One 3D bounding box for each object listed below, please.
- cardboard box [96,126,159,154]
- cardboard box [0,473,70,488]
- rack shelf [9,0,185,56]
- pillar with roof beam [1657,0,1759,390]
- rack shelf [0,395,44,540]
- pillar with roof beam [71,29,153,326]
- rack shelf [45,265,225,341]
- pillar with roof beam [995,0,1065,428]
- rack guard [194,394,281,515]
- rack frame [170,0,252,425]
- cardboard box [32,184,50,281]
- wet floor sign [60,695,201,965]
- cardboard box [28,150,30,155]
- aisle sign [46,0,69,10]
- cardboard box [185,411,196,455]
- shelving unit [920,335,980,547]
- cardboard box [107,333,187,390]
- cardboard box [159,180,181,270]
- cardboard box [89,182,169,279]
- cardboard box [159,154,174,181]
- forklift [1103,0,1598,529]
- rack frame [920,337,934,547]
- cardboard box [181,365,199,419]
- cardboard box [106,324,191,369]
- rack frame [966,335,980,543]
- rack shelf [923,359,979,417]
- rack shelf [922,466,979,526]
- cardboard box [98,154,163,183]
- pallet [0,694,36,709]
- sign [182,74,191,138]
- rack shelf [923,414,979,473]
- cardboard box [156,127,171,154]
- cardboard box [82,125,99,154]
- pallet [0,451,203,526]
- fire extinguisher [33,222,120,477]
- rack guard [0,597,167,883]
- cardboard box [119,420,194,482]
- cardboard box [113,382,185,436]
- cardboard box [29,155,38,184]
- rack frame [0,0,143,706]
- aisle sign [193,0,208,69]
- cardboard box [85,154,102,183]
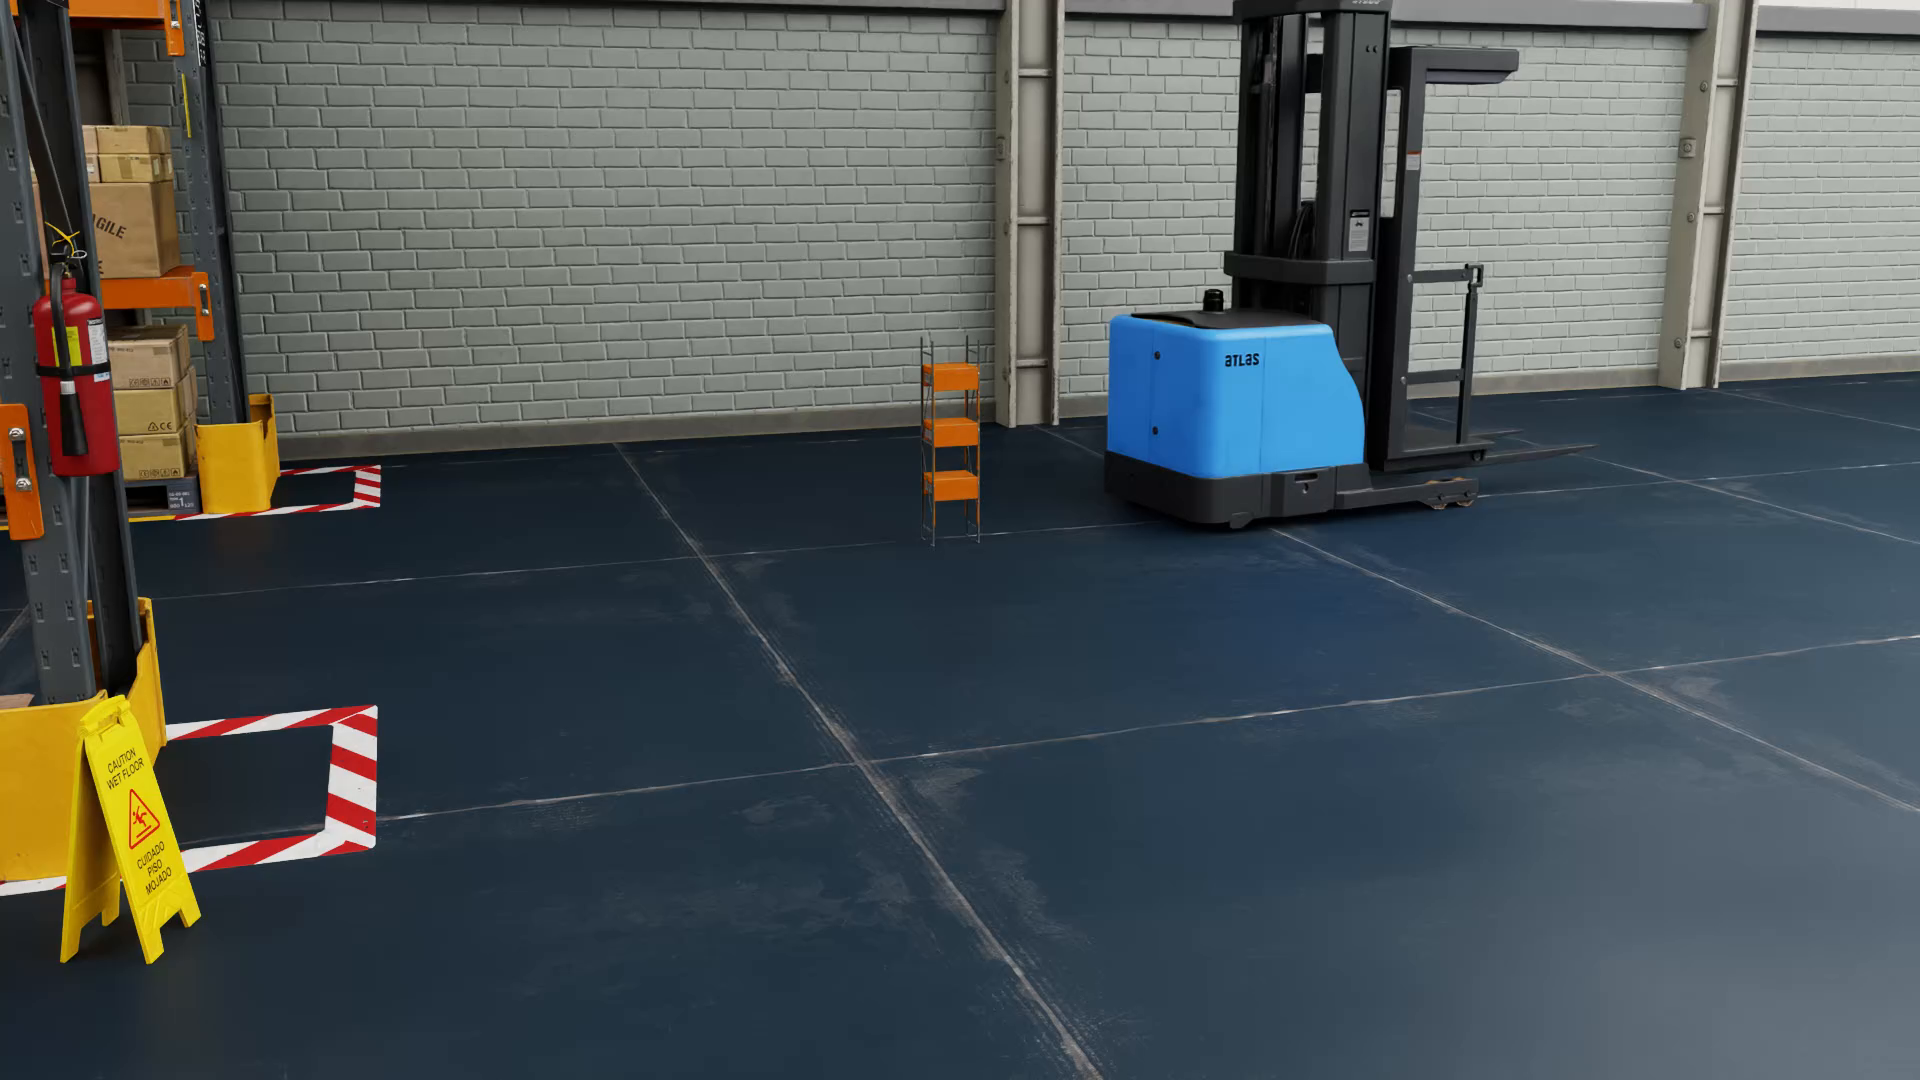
[{"bbox_3d":[-4.520,-2.171,9.029,0.250,0.149,0.380,-4,14,-18],"label":"cardboard box"},{"bbox_3d":[-5.066,-0.463,9.142,0.500,0.250,0.500,-4,14,-18],"label":"cardboard box"},{"bbox_3d":[-6.143,-2.697,8.571,4.000,0.370,1.077,-4,14,-18],"label":"rack shelf"},{"bbox_3d":[7.552,-4.741,9.130,0.400,9.000,9.100,-4,14,-18],"label":"pillar with roof beam"},{"bbox_3d":[-4.556,-0.149,4.342,4.000,0.370,1.077,-4,14,-18],"label":"rack shelf"},{"bbox_3d":[-3.822,-3.856,5.407,0.400,9.000,9.100,-4,14,-18],"label":"pillar with roof beam"},{"bbox_3d":[-6.143,-1.238,8.918,4.000,0.370,1.077,-4,14,-18],"label":"rack shelf"},{"bbox_3d":[1.865,-4.299,7.268,0.400,9.000,9.100,-4,14,-18],"label":"pillar with roof beam"},{"bbox_3d":[-4.225,-0.521,9.752,0.348,0.500,1.175,-4,14,-18],"label":"rack guard"},{"bbox_3d":[-4.247,-1.735,9.455,0.127,3.000,1.000,-4,14,-18],"label":"rack frame"},{"bbox_3d":[-5.125,-1.654,8.897,0.500,0.500,0.500,-4,14,-16],"label":"cardboard box"},{"bbox_3d":[-2.139,0.719,4.225,0.232,0.644,0.267,0,13,1],"label":"wet floor sign"},{"bbox_3d":[-4.983,-2.121,8.817,0.250,0.149,0.380,-4,14,-17],"label":"cardboard box"},{"bbox_3d":[-2.701,-1.984,4.884,0.004,0.787,0.394,-4,14,-18],"label":"aisle sign"},{"bbox_3d":[-4.775,-0.608,9.753,0.500,0.250,0.500,-4,14,-18],"label":"cardboard box"},{"bbox_3d":[-0.051,-0.507,8.505,0.252,1.050,0.215,-4,14,-18],"label":"shelving unit"},{"bbox_3d":[-4.584,-0.986,9.179,0.500,0.250,0.500,-4,14,-16],"label":"cardboard box"},{"bbox_3d":[-4.806,-1.808,9.546,0.500,0.500,0.500,-4,14,-16],"label":"cardboard box"},{"bbox_3d":[-4.630,-1.690,9.049,0.500,0.500,0.500,-5,14,-19],"label":"cardboard box"},{"bbox_3d":[-4.652,-2.131,9.503,0.250,0.149,0.380,-5,14,-20],"label":"cardboard box"},{"bbox_3d":[2.374,-1.697,9.443,3.031,2.935,1.130,-7,15,-26],"label":"forklift"},{"bbox_3d":[-0.166,-0.498,8.467,0.008,1.050,0.200,-4,14,-18],"label":"rack frame"},{"bbox_3d":[-4.759,-0.856,9.713,0.500,0.250,0.500,-4,14,-17],"label":"cardboard box"},{"bbox_3d":[-4.763,-1.094,9.635,0.500,0.250,0.500,-5,14,-19],"label":"cardboard box"},{"bbox_3d":[0.065,-0.516,8.543,0.008,1.050,0.200,-4,14,-18],"label":"rack frame"},{"bbox_3d":[-0.051,-0.773,8.441,0.240,0.259,0.215,-4,14,-18],"label":"rack shelf"},{"bbox_3d":[-0.051,-0.226,8.571,0.240,0.259,0.215,-4,14,-18],"label":"rack shelf"},{"bbox_3d":[-4.487,-2.012,9.003,0.250,0.149,0.380,-4,14,-17],"label":"cardboard box"},{"bbox_3d":[-3.514,0.768,4.959,1.213,0.211,1.003,-4,14,-18],"label":"pallet"},{"bbox_3d":[-4.088,-2.294,8.789,0.005,0.325,0.100,-4,14,-18],"label":"sign"},{"bbox_3d":[-0.051,-0.497,8.507,0.240,0.259,0.215,-4,14,-18],"label":"rack shelf"},{"bbox_3d":[-4.634,-2.266,9.427,0.250,0.149,0.380,-5,14,-19],"label":"cardboard box"},{"bbox_3d":[-4.744,-2.146,8.924,0.250,0.149,0.380,-4,14,-18],"label":"cardboard box"},{"bbox_3d":[-4.959,-0.313,9.502,1.213,0.211,1.003,-4,14,-18],"label":"pallet"},{"bbox_3d":[-2.405,-0.517,4.499,0.183,0.674,0.296,-4,14,-18],"label":"fire extinguisher"},{"bbox_3d":[-2.733,0.575,5.145,0.348,0.500,1.175,-4,14,-18],"label":"rack guard"},{"bbox_3d":[-4.592,-0.498,9.288,0.500,0.250,0.500,-4,14,-18],"label":"cardboard box"},{"bbox_3d":[-4.609,-0.740,9.228,0.500,0.250,0.500,-5,14,-19],"label":"cardboard box"},{"bbox_3d":[-4.985,-1.981,8.872,0.250,0.149,0.380,-4,14,-17],"label":"cardboard box"},{"bbox_3d":[-2.661,-0.647,4.880,0.127,3.000,1.000,-4,14,-18],"label":"rack frame"},{"bbox_3d":[-4.091,-2.940,8.904,0.004,0.787,0.394,-4,14,-18],"label":"aisle sign"},{"bbox_3d":[-4.719,-1.987,8.896,0.250,0.149,0.380,-4,14,-17],"label":"cardboard box"}]
